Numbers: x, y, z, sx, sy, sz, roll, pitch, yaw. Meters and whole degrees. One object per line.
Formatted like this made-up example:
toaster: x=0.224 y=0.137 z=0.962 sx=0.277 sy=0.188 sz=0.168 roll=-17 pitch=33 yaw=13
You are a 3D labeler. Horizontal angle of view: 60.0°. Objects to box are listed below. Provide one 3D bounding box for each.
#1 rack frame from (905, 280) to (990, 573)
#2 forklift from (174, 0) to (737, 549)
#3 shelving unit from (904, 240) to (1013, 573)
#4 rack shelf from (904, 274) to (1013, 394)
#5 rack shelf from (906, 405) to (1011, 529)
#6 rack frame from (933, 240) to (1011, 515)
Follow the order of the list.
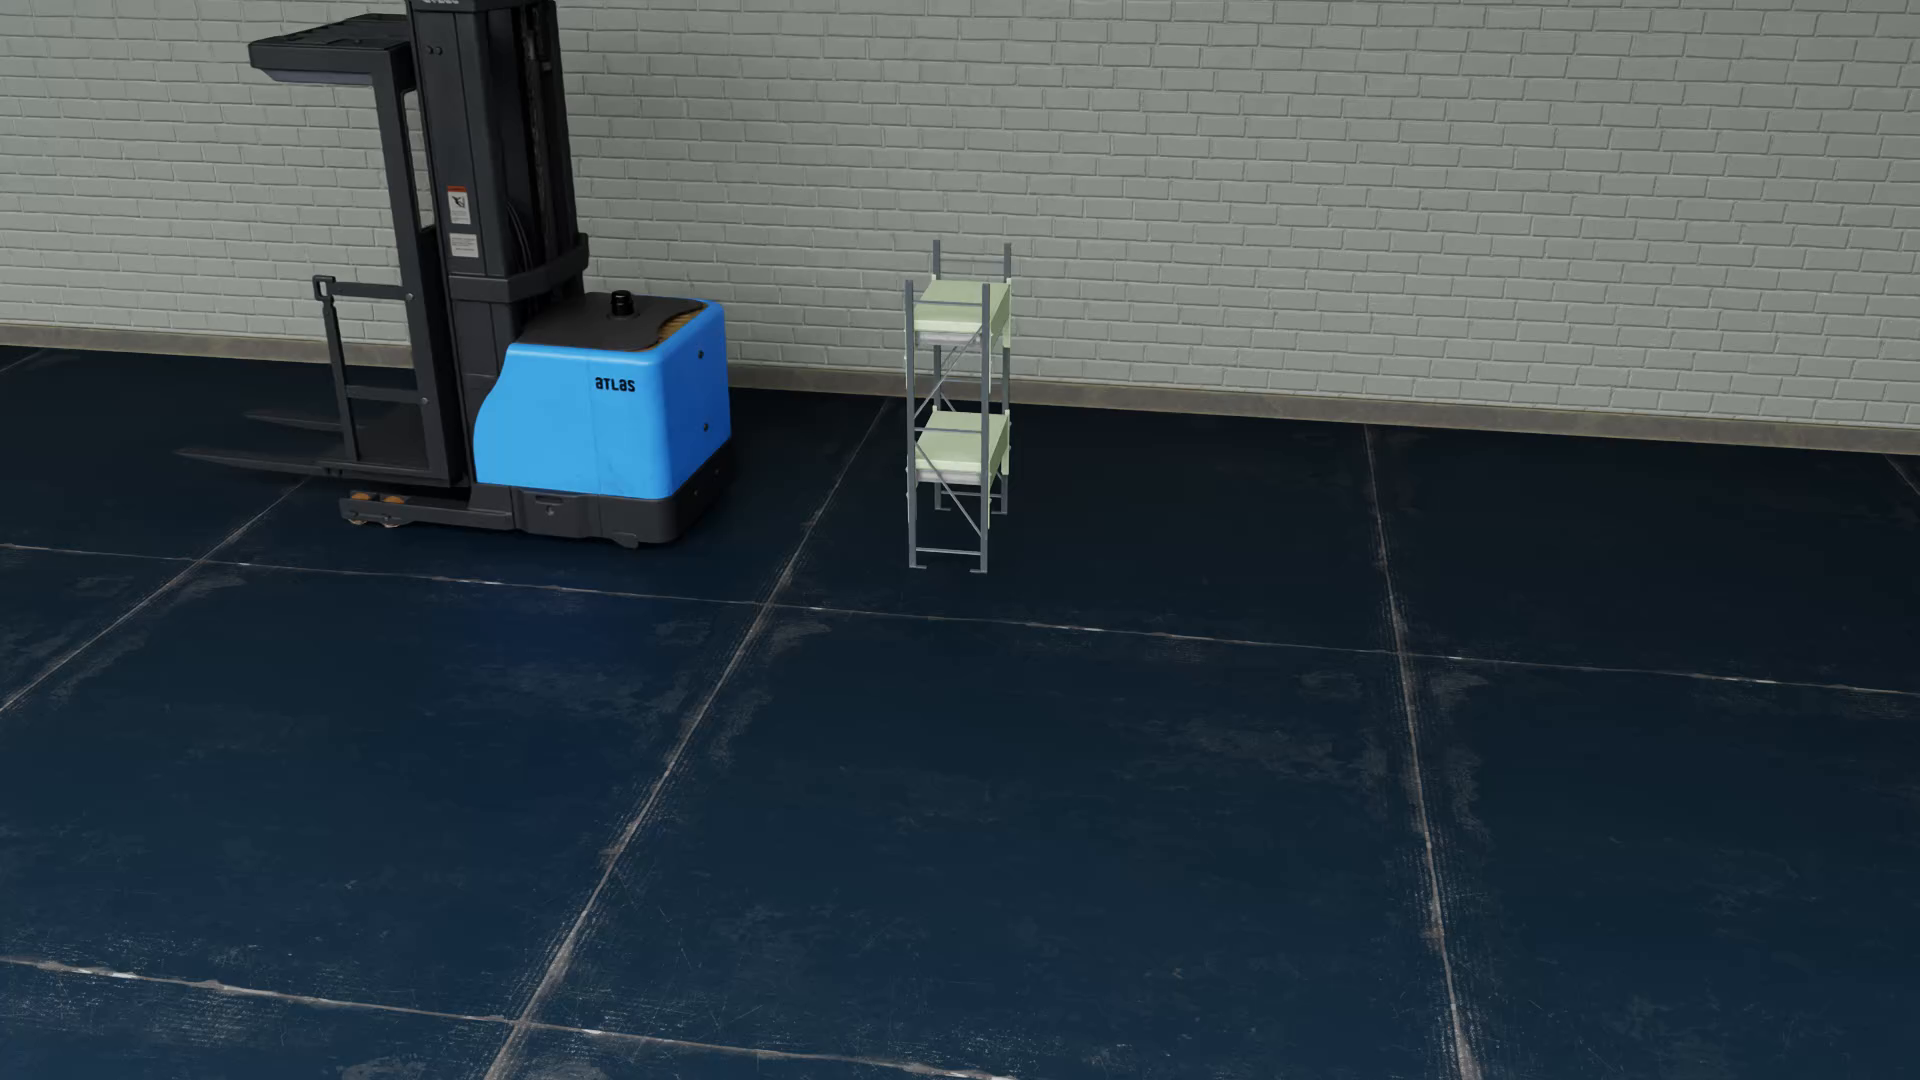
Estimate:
rack frame: x=-0.059 y=-0.529 z=8.111 sx=0.400 sy=1.500 sz=0.023 roll=4 pitch=25 yaw=9
forklift: x=-2.833 y=-1.601 z=8.713 sx=3.031 sy=2.935 sz=1.130 roll=6 pitch=26 yaw=12
shelving unit: x=0.001 y=-0.682 z=8.438 sx=0.431 sy=1.500 sz=0.755 roll=4 pitch=25 yaw=9
rack shelf: x=0.001 y=-1.036 z=8.273 sx=0.431 sy=0.370 sz=0.720 roll=4 pitch=25 yaw=9
rack shelf: x=0.001 y=-0.387 z=8.576 sx=0.431 sy=0.370 sz=0.720 roll=4 pitch=25 yaw=9
rack frame: x=0.061 y=-0.835 z=8.765 sx=0.400 sy=1.500 sz=0.023 roll=4 pitch=25 yaw=9
